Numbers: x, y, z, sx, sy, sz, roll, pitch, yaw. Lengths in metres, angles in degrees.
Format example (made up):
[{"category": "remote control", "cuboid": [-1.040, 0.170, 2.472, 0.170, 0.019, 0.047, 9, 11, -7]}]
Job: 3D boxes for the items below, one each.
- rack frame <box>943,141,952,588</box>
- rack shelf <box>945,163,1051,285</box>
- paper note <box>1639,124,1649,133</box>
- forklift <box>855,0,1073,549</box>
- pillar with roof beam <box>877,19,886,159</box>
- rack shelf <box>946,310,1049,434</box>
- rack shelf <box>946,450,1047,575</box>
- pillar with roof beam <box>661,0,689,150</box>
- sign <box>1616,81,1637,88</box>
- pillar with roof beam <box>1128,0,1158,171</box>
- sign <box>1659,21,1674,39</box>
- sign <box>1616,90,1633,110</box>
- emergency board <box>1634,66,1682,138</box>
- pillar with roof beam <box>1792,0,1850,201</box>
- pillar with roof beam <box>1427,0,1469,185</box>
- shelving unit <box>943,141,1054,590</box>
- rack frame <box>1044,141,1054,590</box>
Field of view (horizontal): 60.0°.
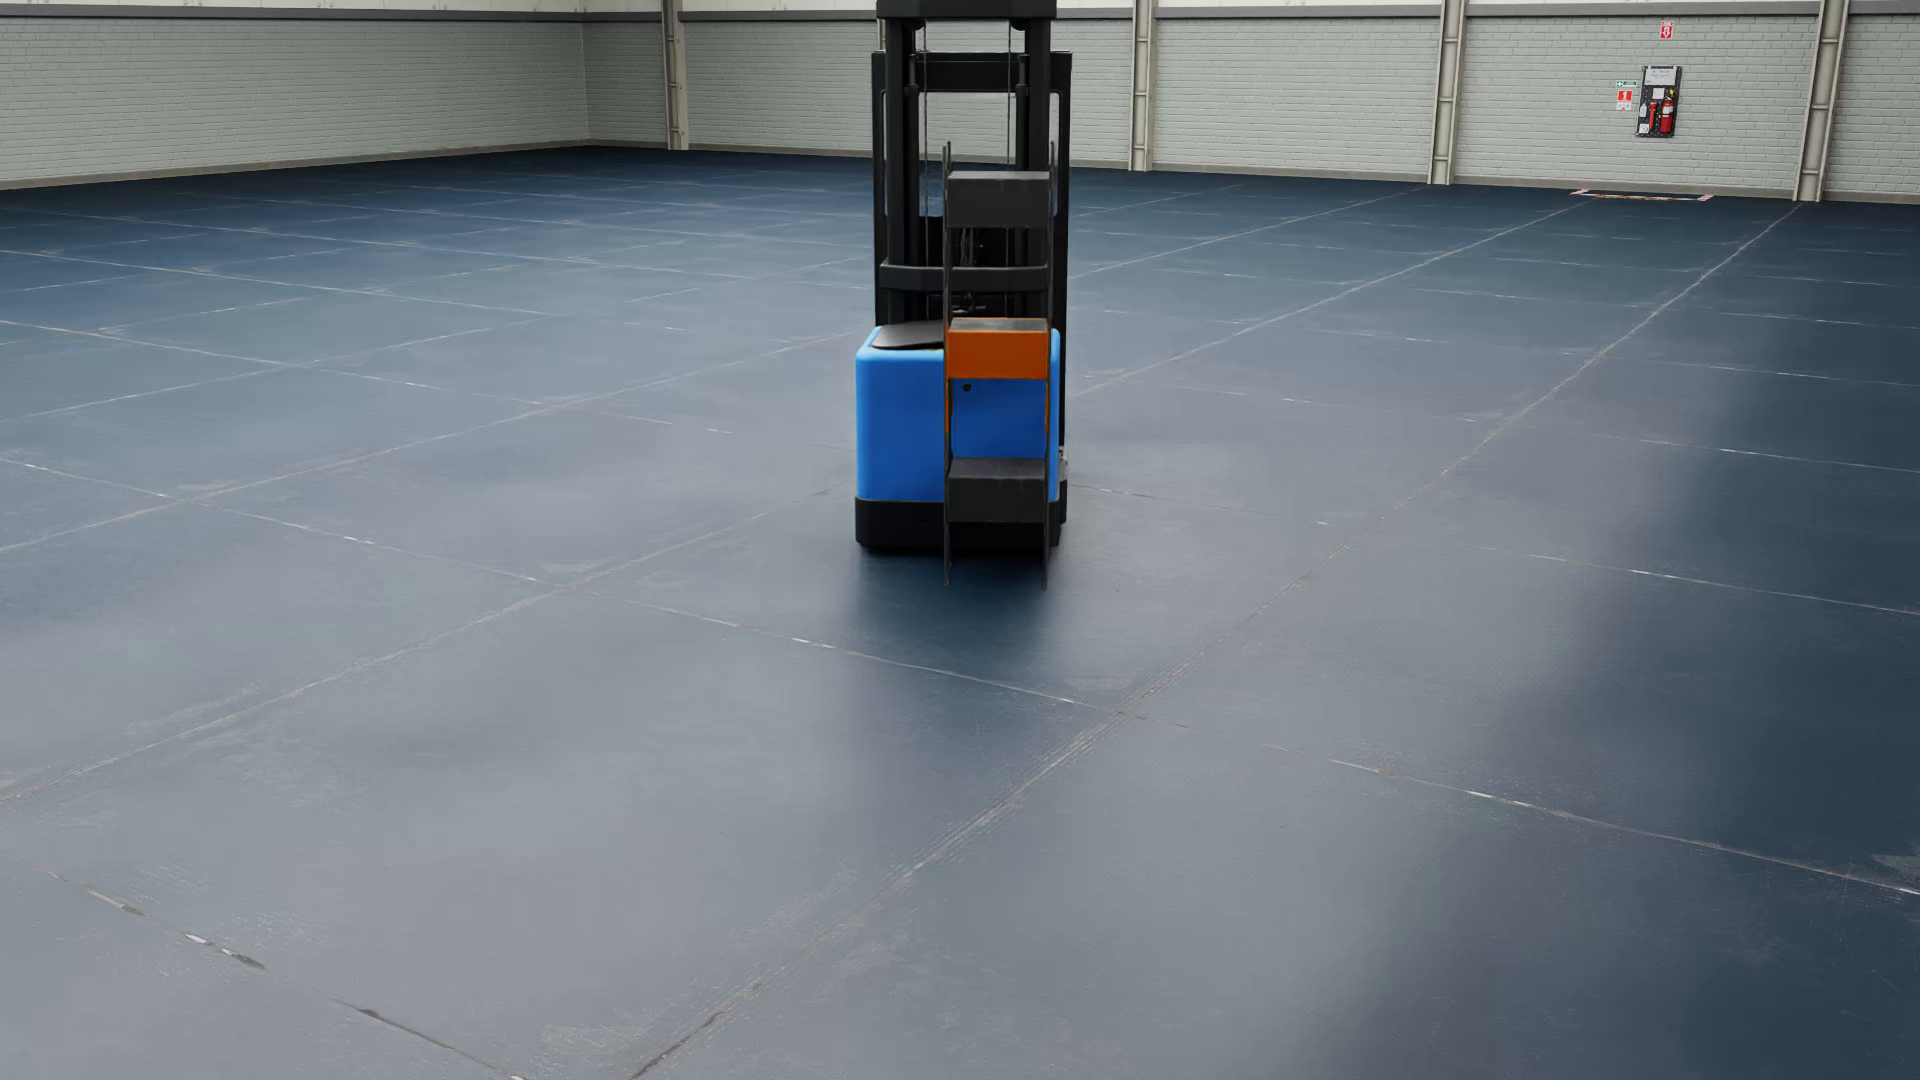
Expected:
[{"category": "rack frame", "cuboid": [-0.060, -0.828, 7.994, 0.015, 2.100, 0.400, 1, 17, 3]}, {"category": "rack shelf", "cuboid": [0.183, -1.482, 7.784, 0.480, 0.518, 0.431, 1, 17, 3]}, {"category": "paper note", "cuboid": [11.626, -6.992, 28.255, 0.142, 0.148, 0.016, 10, 20, 30]}, {"category": "forklift", "cuboid": [0.079, -1.735, 9.550, 1.130, 2.935, 3.031, 1, 17, 4]}, {"category": "pillar with roof beam", "cuboid": [-3.764, -11.527, 31.345, 0.400, 9.000, 9.100, 10, 20, 30]}, {"category": "rack shelf", "cuboid": [0.183, -0.812, 7.986, 0.480, 0.518, 0.431, 1, 17, 3]}, {"category": "rack shelf", "cuboid": [0.184, -0.142, 8.189, 0.480, 0.518, 0.431, 1, 17, 3]}, {"category": "pillar with roof beam", "cuboid": [-8.877, -12.439, 34.349, 0.400, 9.000, 9.100, 10, 20, 30]}, {"category": "sign", "cuboid": [11.323, -7.747, 28.251, 0.331, 0.109, 0.001, 10, 20, 30]}, {"category": "pillar with roof beam", "cuboid": [1.348, -10.614, 28.340, 0.400, 9.000, 9.100, 10, 20, 30]}, {"category": "sign", "cuboid": [11.786, -8.505, 27.730, 0.199, 0.298, 0.001, 10, 20, 30]}, {"category": "sign", "cuboid": [11.324, -7.496, 28.338, 0.234, 0.329, 0.001, 10, 20, 30]}, {"category": "emergency board", "cuboid": [11.741, -7.370, 27.982, 0.643, 1.169, 0.194, 10, 20, 30]}, {"category": "pillar with roof beam", "cuboid": [11.574, -8.789, 22.332, 0.400, 9.000, 9.100, 10, 20, 30]}, {"category": "pillar with roof beam", "cuboid": [6.461, -9.701, 25.336, 0.400, 9.000, 9.100, 10, 20, 30]}, {"category": "shelving unit", "cuboid": [0.183, -0.825, 7.982, 0.503, 2.100, 0.431, 1, 17, 3]}, {"category": "rack frame", "cuboid": [0.427, -0.821, 7.970, 0.015, 2.100, 0.400, 1, 17, 3]}]
